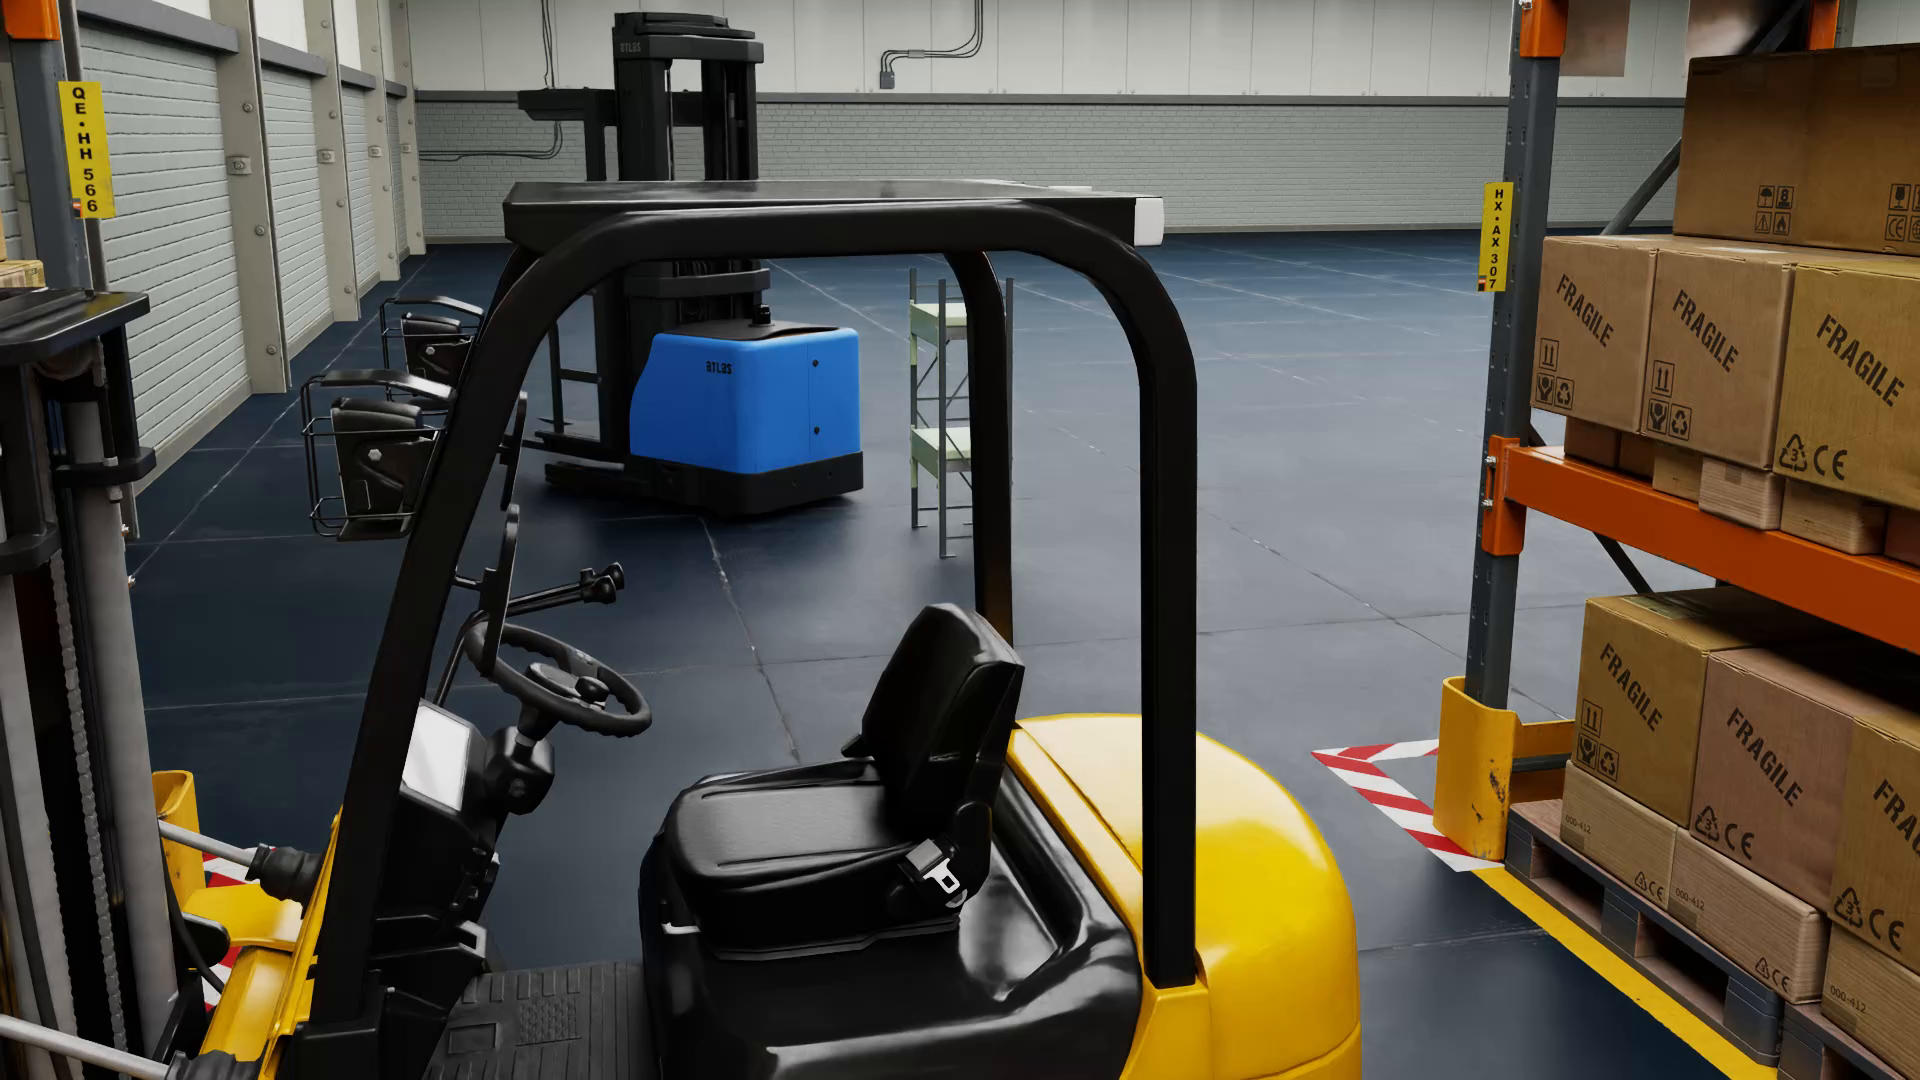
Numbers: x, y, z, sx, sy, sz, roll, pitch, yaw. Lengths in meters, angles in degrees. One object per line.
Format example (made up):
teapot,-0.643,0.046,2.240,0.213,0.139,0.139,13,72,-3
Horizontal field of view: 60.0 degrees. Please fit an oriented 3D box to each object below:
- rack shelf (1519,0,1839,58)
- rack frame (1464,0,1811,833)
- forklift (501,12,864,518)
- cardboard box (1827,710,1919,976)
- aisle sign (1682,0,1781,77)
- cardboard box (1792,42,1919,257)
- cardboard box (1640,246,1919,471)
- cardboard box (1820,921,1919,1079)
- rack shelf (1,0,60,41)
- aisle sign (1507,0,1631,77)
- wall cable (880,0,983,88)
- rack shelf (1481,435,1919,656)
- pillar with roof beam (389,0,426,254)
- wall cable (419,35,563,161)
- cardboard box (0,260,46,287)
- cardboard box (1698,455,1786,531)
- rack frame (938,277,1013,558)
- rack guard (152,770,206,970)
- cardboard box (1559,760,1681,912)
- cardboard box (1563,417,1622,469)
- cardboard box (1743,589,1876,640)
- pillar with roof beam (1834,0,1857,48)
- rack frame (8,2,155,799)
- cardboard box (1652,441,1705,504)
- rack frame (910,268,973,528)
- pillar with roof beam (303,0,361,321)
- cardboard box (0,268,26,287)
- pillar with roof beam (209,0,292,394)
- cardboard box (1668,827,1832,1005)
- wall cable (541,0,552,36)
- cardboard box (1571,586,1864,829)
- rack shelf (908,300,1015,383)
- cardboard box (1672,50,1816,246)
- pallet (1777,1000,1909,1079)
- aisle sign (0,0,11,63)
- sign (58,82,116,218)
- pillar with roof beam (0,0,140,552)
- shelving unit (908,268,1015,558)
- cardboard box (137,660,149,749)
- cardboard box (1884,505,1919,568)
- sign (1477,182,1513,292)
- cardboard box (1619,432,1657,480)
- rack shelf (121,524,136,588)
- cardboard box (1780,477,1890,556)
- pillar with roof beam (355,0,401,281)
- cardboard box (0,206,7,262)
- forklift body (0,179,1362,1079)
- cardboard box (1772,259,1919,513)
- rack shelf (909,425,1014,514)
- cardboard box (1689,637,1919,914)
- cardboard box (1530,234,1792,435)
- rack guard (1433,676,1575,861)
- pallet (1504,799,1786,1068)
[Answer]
rack shelf,2.622,-1.174,3.106,1.077,0.370,4.000,-3,14,-13
rack frame,2.152,-0.527,5.265,1.000,3.000,0.127,-3,14,-13
forklift,-2.069,-1.816,10.683,3.031,2.935,1.130,11,17,38
cardboard box,2.316,0.684,3.637,0.500,0.500,0.500,-3,14,-12
aisle sign,2.419,-1.821,5.081,0.394,0.787,0.004,-3,14,-13
cardboard box,2.596,-0.983,4.187,0.700,0.500,0.500,-3,14,-13
cardboard box,2.118,-0.476,4.219,0.500,0.500,0.500,-3,14,-11
cardboard box,2.326,1.049,3.720,0.500,0.250,0.500,-2,14,-9
rack shelf,-2.202,-0.896,1.970,1.077,0.370,4.000,-3,14,-13
aisle sign,1.836,-1.787,4.944,0.394,0.787,0.004,-3,14,-13
wall cable,-0.605,-12.805,35.712,2.305,6.003,0.169,-3,14,-13
rack shelf,2.622,0.284,3.462,1.077,0.370,4.000,-3,14,-13
pillar with roof beam,-6.246,-10.114,31.864,9.100,9.000,0.400,-3,14,-13
wall cable,-9.837,-9.119,34.333,3.097,2.526,0.112,-3,14,-13
cardboard box,-2.318,-0.549,3.776,0.380,0.149,0.250,-3,14,-12
cardboard box,2.102,-0.131,4.172,0.380,0.149,0.250,-3,14,-12
rack frame,0.084,-0.646,8.910,0.400,1.500,0.023,-3,14,-13
rack guard,-2.678,0.959,4.448,1.175,0.500,0.348,-3,14,-13
cardboard box,2.073,0.806,4.716,0.500,0.250,0.500,-3,14,-14
cardboard box,2.031,-0.315,4.927,0.380,0.149,0.250,-3,14,-13
cardboard box,2.594,0.411,4.755,0.500,0.500,0.500,-3,14,-13
pillar with roof beam,16.004,-11.390,37.086,9.100,9.000,0.400,-3,14,-13
rack frame,-2.672,-0.250,4.129,1.000,3.000,0.127,-3,14,-13
cardboard box,2.087,-0.192,4.422,0.380,0.149,0.250,-4,14,-15
rack frame,-0.088,-0.815,9.601,0.400,1.500,0.023,-3,14,-13
pillar with roof beam,-3.427,-7.346,20.532,9.100,9.000,0.400,-3,14,-13
cardboard box,-2.229,-0.492,3.542,0.380,0.149,0.250,-3,14,-12
pillar with roof beam,-2.018,-5.961,14.867,9.100,9.000,0.400,-3,14,-13
cardboard box,2.185,0.924,4.233,0.500,0.250,0.500,-3,14,-11
wall cable,-7.207,-11.723,34.351,3.097,2.526,0.112,-3,14,-13
cardboard box,2.079,0.447,4.605,0.500,0.500,0.500,-4,14,-15
rack shelf,-0.002,-1.109,9.163,0.431,0.370,0.720,-3,14,-13
cardboard box,2.484,-1.100,4.666,0.700,0.500,0.500,-4,14,-15
pallet,2.609,1.315,3.599,1.003,0.211,1.213,-3,14,-13
aisle sign,-2.402,-1.544,3.949,0.394,0.787,0.004,-3,14,-13
sign,-2.141,-0.954,4.074,0.100,0.325,0.005,-3,14,-13
pillar with roof beam,-0.609,-4.577,9.201,9.100,9.000,0.400,-3,14,-13
shelving unit,-0.002,-0.730,9.255,0.431,1.500,0.755,-3,14,-13
cardboard box,-2.261,0.485,3.923,0.500,0.250,0.500,-3,14,-11
cardboard box,2.316,-0.016,3.700,0.380,0.149,0.250,-3,14,-11
sign,1.625,-0.917,5.038,0.100,0.325,0.005,-3,14,-13
cardboard box,2.104,-0.258,4.691,0.380,0.149,0.250,-3,14,-12
rack shelf,-2.202,0.561,2.326,1.077,0.370,4.000,-3,14,-13
cardboard box,2.196,-0.073,3.936,0.380,0.149,0.250,-3,14,-12
pillar with roof beam,-4.836,-8.730,26.198,9.100,9.000,0.400,-3,14,-13
cardboard box,-2.383,-0.687,3.714,0.380,0.149,0.250,-3,14,-13
forklift body,-0.453,0.498,2.855,2.313,2.155,1.214,-3,14,-13
cardboard box,2.239,-0.359,3.738,0.500,0.500,0.500,-4,14,-14
rack shelf,-0.002,-0.413,9.333,0.431,0.370,0.720,-3,14,-13
cardboard box,2.206,0.568,4.112,0.500,0.500,0.500,-4,14,-15
cardboard box,1.994,-0.596,4.707,0.500,0.500,0.500,-4,14,-14
rack guard,2.170,0.705,5.490,1.175,0.500,0.348,-3,14,-13
pallet,2.326,1.034,4.749,1.003,0.211,1.213,-3,14,-13
